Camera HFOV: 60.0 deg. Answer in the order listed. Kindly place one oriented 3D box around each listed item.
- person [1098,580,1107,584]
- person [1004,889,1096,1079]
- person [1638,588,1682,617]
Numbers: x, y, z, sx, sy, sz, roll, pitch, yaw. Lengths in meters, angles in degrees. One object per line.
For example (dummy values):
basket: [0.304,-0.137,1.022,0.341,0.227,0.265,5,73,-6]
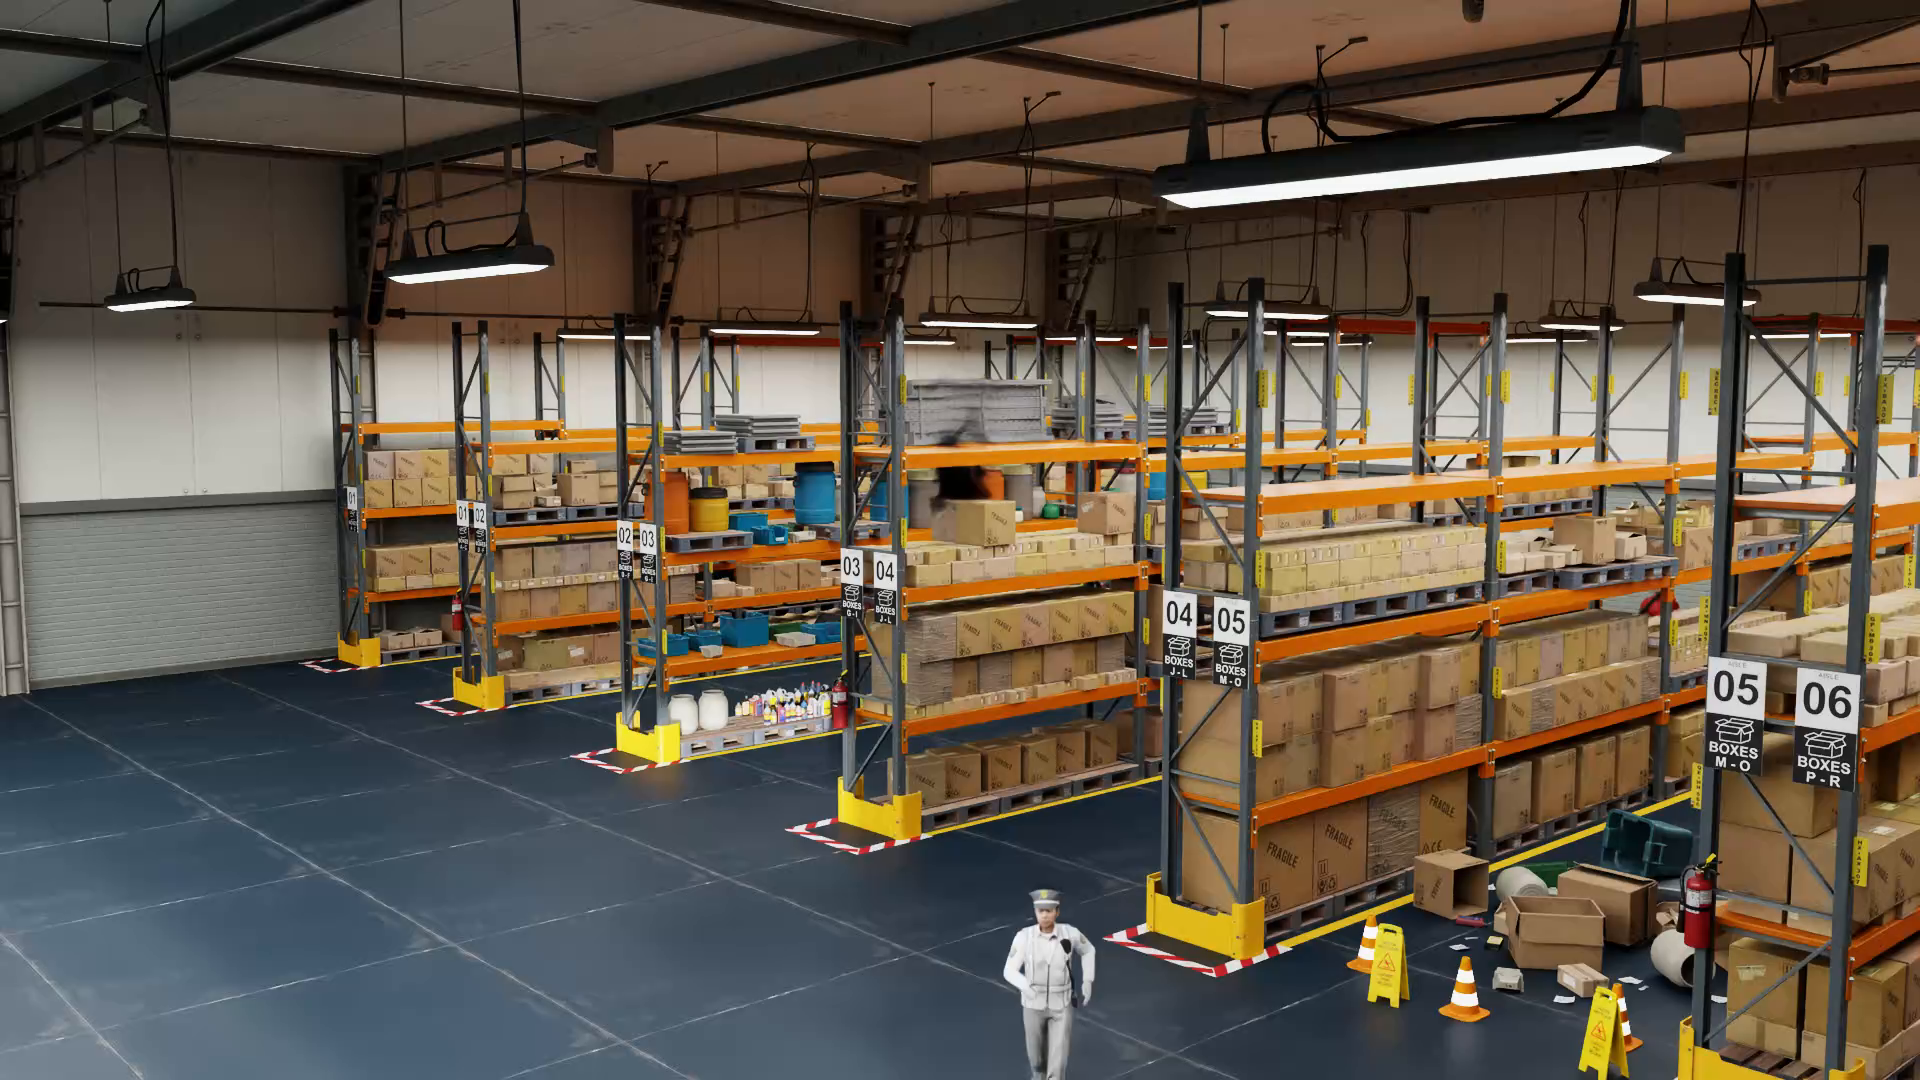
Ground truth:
person: [2.952,1.110,32.891,0.623,1.631,0.492,5,7,41]
person: [0.613,3.197,11.368,0.625,1.678,0.984,0,6,5]
person: [11.811,1.567,28.083,0.680,1.697,0.698,2,6,22]
